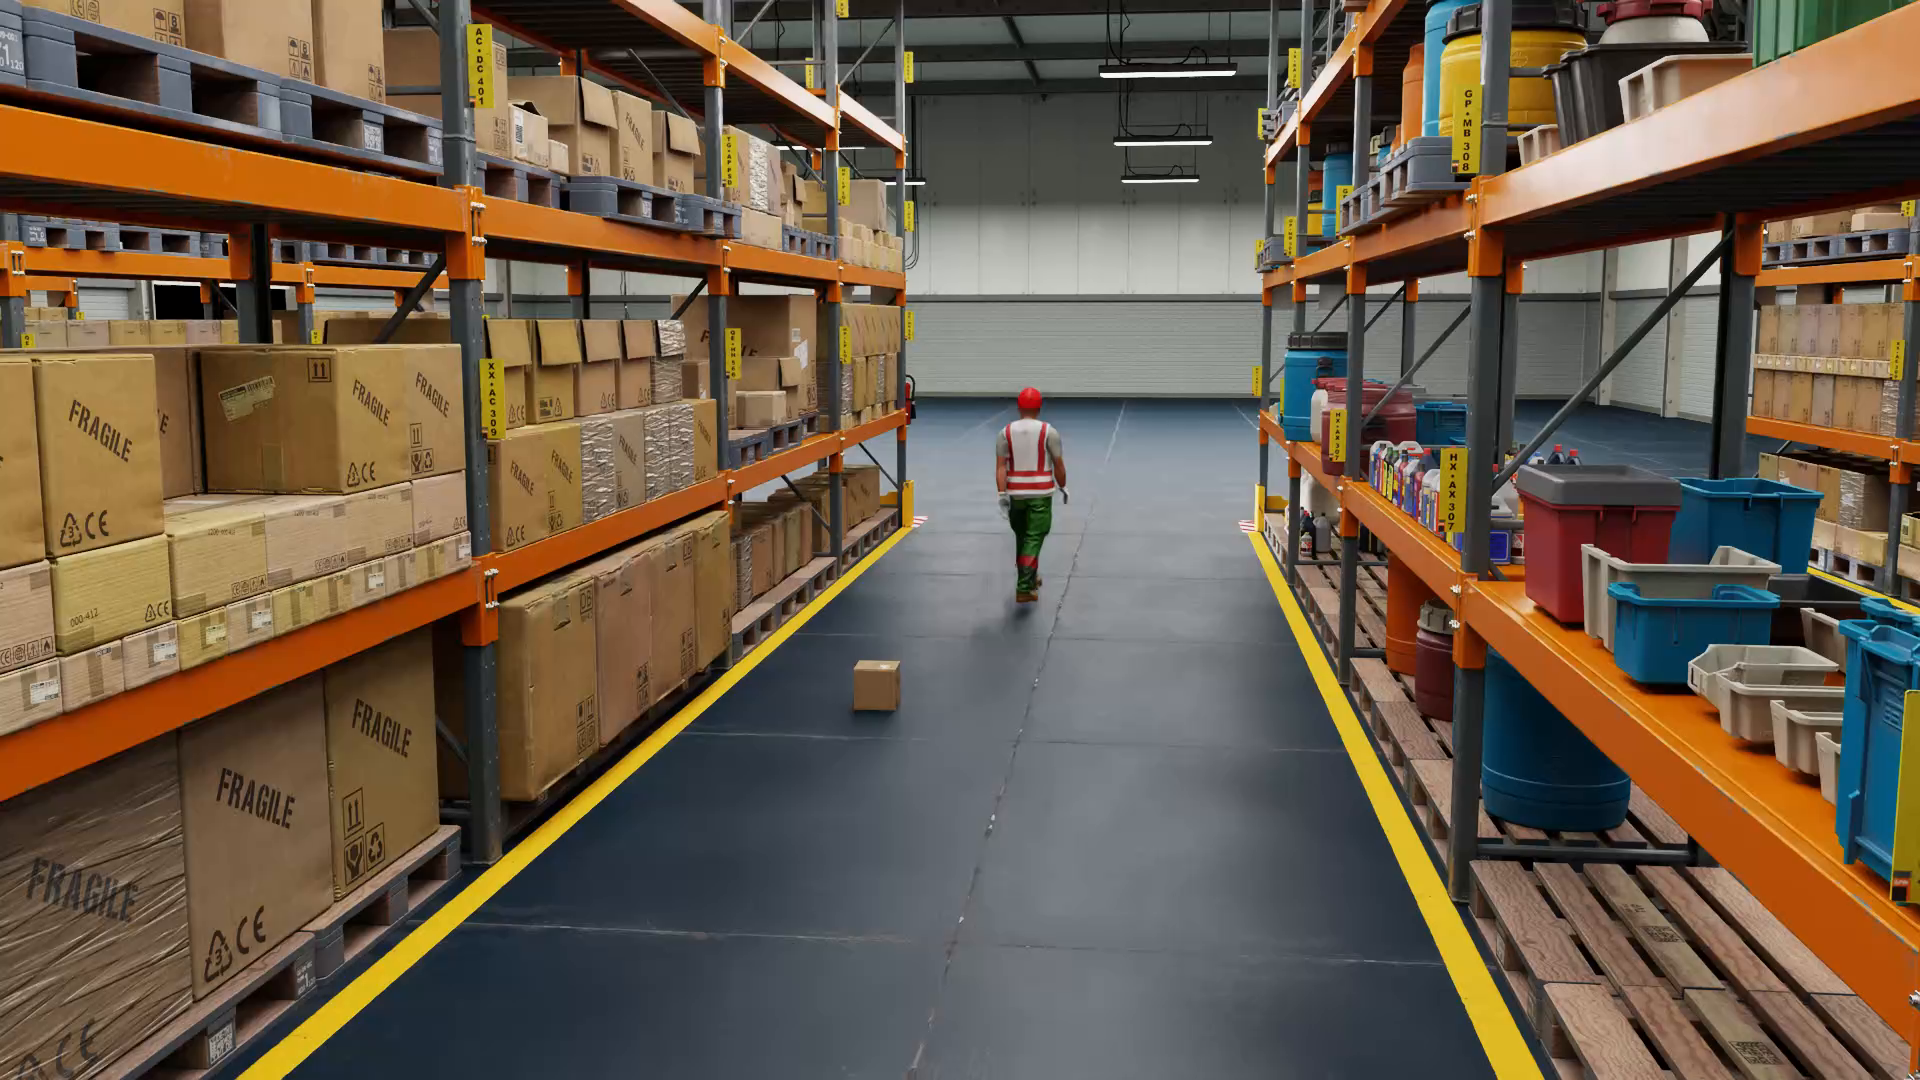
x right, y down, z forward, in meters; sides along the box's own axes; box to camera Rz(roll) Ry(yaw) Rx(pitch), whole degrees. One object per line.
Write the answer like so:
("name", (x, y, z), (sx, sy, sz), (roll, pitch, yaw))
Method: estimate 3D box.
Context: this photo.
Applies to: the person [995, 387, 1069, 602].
("person", (0.607, -0.389, 13.616), (0.536, 1.736, 1.034), (3, 8, 20))
